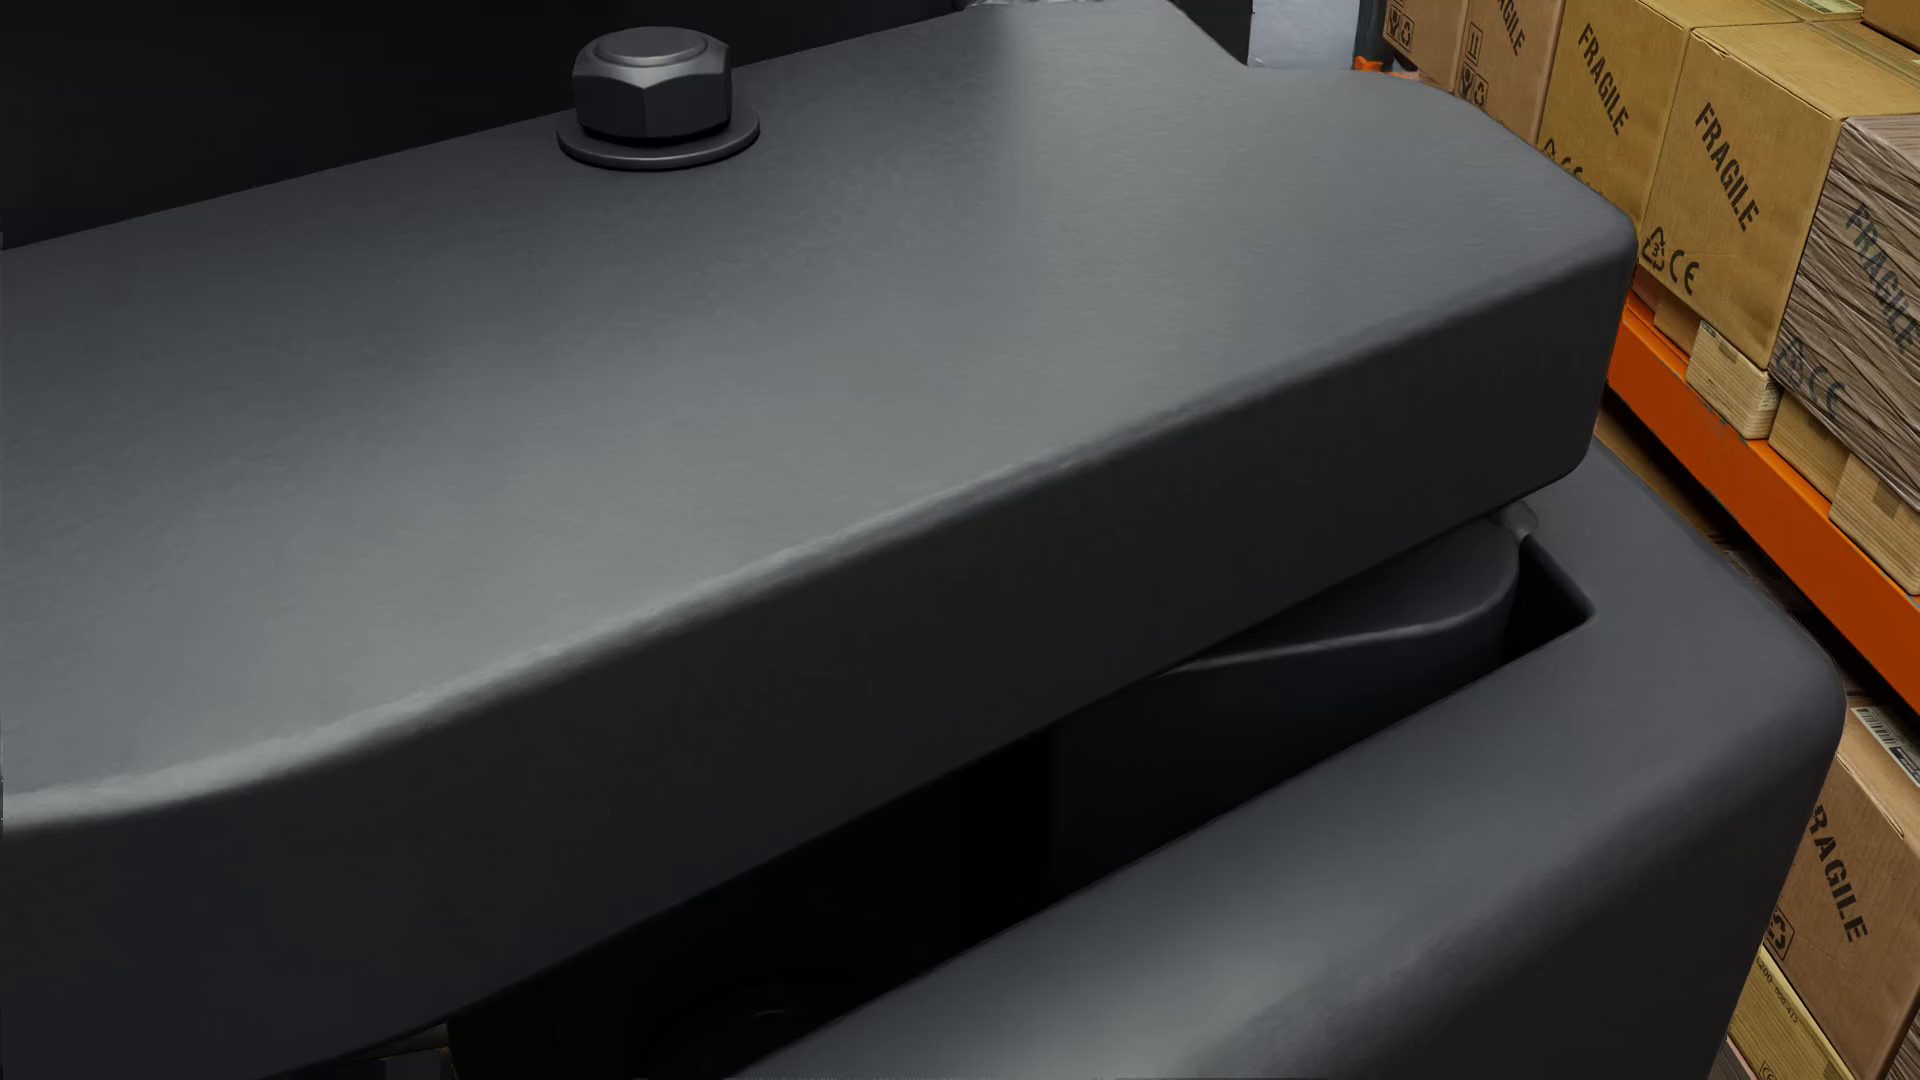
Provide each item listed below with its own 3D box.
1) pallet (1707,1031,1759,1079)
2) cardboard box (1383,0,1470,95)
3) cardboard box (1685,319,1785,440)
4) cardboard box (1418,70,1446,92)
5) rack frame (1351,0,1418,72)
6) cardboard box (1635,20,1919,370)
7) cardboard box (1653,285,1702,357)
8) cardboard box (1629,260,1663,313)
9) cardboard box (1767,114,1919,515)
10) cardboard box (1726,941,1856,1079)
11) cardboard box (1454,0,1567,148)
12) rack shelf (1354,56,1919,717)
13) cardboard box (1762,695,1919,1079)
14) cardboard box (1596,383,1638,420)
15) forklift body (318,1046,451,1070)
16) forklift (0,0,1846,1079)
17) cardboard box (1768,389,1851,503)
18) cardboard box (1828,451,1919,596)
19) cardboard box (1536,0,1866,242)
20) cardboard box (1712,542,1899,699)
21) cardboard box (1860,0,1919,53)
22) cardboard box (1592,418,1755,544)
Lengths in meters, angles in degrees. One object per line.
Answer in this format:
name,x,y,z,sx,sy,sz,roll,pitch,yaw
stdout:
pallet,2.127,1.351,3.080,1.003,0.211,1.213,-4,35,-6
cardboard box,1.503,-1.540,4.494,0.500,0.500,0.500,-5,35,-7
cardboard box,1.692,-0.334,3.300,0.380,0.149,0.250,-4,34,-6
cardboard box,1.555,-1.353,4.794,0.380,0.149,0.250,-4,35,-6
rack frame,1.714,-1.662,5.025,1.000,3.000,0.127,-4,35,-6
cardboard box,1.722,-0.684,3.238,0.500,0.500,0.500,-5,35,-7
cardboard box,1.716,-0.479,3.513,0.380,0.149,0.250,-5,35,-8
cardboard box,1.710,-0.629,3.732,0.380,0.149,0.250,-3,34,-5
cardboard box,1.795,-0.399,2.819,0.500,0.500,0.500,-3,34,-5
cardboard box,1.825,0.927,3.294,0.500,0.250,0.500,-5,35,-8
cardboard box,1.576,-1.252,4.070,0.500,0.500,0.500,-3,34,-5
rack shelf,1.983,-0.248,3.589,1.077,0.370,4.000,-4,35,-6
cardboard box,1.836,0.630,3.065,0.500,0.500,0.500,-4,34,-6
cardboard box,1.627,-0.233,4.331,0.500,0.500,0.500,-6,35,-8
forklift body,-1.141,-0.013,3.359,2.313,2.155,1.214,-4,35,-6
forklift,-0.467,0.772,1.514,1.130,2.935,3.031,-7,35,-11
cardboard box,1.762,-0.194,3.094,0.380,0.149,0.250,-5,35,-7
cardboard box,1.767,-0.049,2.881,0.380,0.149,0.250,-5,35,-7
cardboard box,1.646,-0.967,3.653,0.500,0.500,0.500,-5,35,-7
cardboard box,1.767,0.345,3.483,0.500,0.500,0.500,-3,34,-4
cardboard box,2.160,-1.122,2.992,0.700,0.500,0.500,-5,35,-7
cardboard box,1.686,0.048,3.919,0.500,0.500,0.500,-4,34,-5
